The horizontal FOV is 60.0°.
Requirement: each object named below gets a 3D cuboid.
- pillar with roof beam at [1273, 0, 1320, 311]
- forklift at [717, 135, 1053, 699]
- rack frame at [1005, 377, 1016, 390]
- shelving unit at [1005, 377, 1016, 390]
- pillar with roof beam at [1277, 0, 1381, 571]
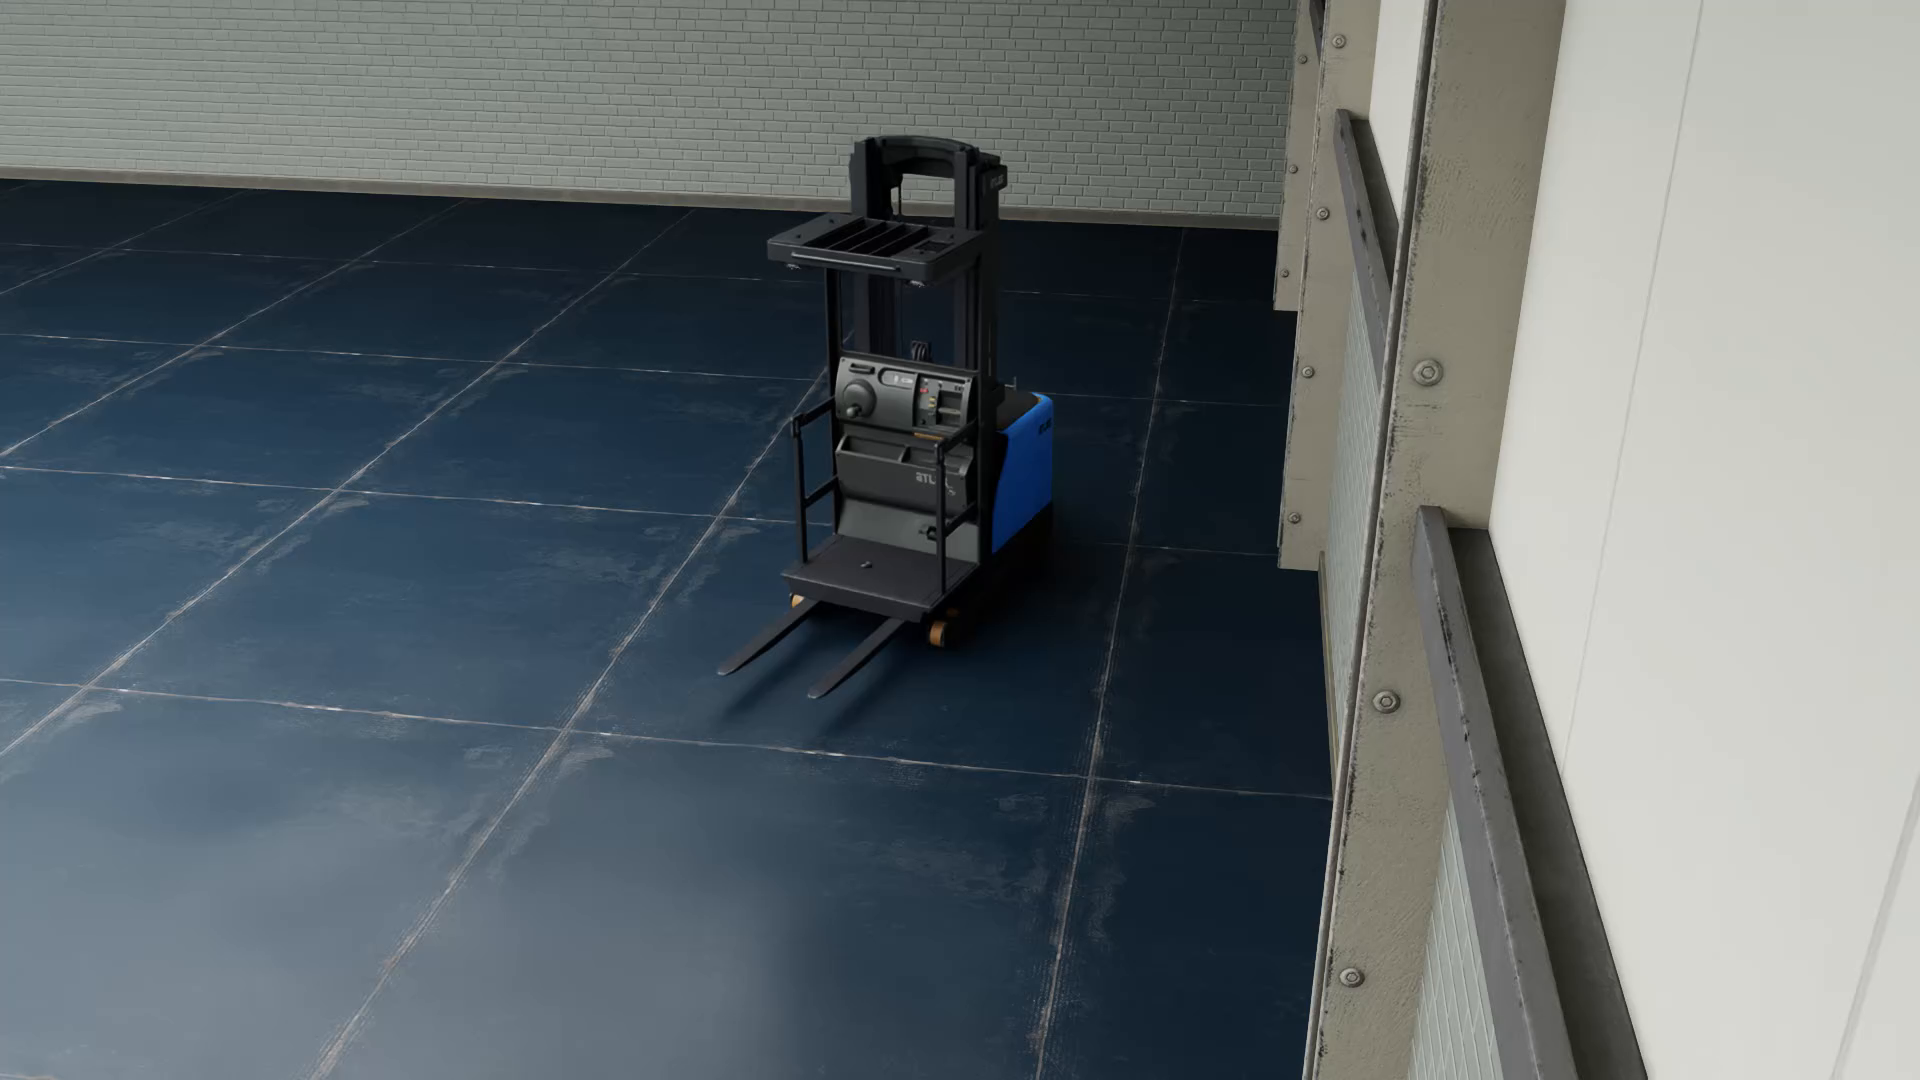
[{"bbox_3d":[-0.907,-6.764,15.630,9.100,9.000,0.400,4,25,9],"label":"pillar with roof beam"},{"bbox_3d":[-0.445,-0.871,10.198,1.130,2.935,3.031,12,28,23],"label":"forklift"},{"bbox_3d":[0.309,-0.698,12.047,0.200,1.050,0.008,12,28,23],"label":"rack frame"},{"bbox_3d":[0.256,-0.651,11.947,0.215,1.050,0.252,12,28,23],"label":"shelving unit"},{"bbox_3d":[-1.887,-4.255,10.269,9.100,9.000,0.400,4,25,9],"label":"pillar with roof beam"}]
